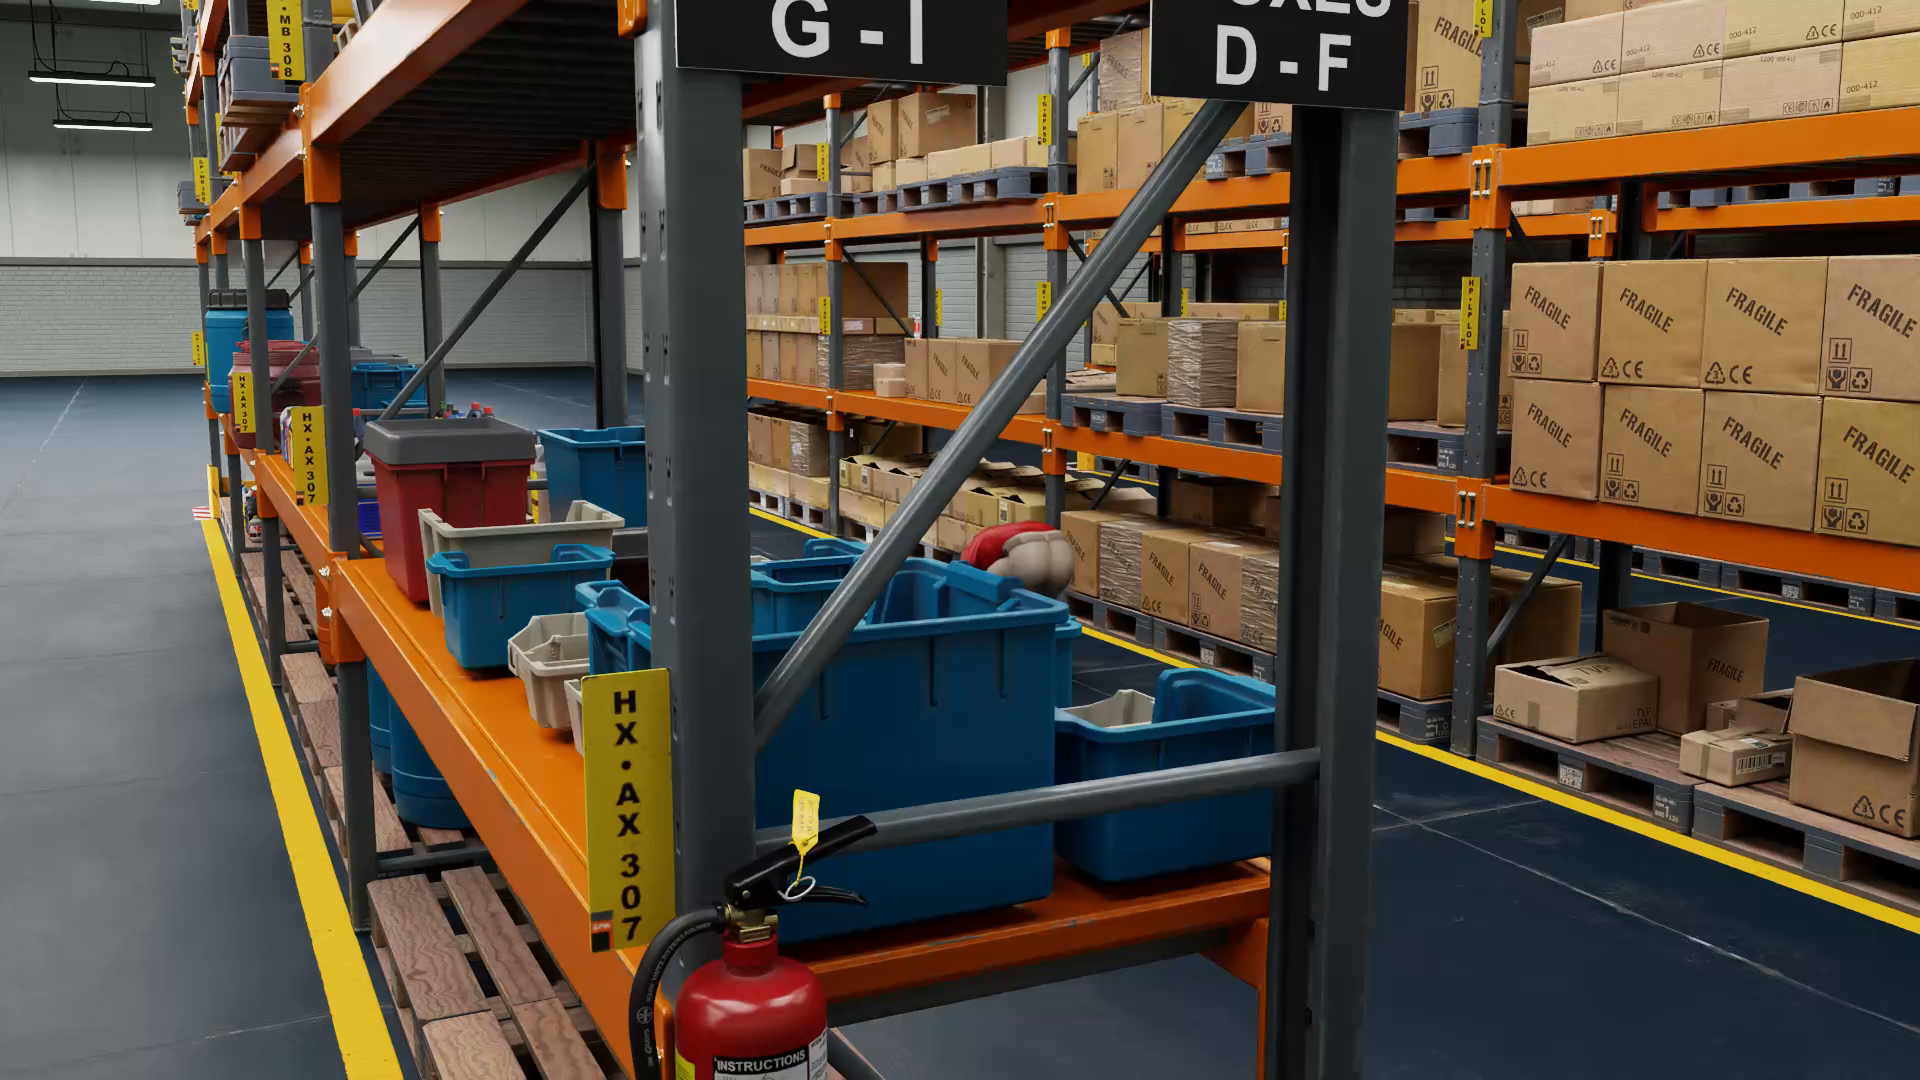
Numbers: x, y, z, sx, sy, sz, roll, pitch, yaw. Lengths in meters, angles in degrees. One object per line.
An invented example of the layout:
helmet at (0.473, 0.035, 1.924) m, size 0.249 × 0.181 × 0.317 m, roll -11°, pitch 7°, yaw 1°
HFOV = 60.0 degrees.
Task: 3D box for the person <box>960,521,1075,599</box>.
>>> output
person at (0.283, 0.315, 9.680) m, size 0.544 × 0.884 × 0.957 m, roll -4°, pitch 10°, yaw -28°
